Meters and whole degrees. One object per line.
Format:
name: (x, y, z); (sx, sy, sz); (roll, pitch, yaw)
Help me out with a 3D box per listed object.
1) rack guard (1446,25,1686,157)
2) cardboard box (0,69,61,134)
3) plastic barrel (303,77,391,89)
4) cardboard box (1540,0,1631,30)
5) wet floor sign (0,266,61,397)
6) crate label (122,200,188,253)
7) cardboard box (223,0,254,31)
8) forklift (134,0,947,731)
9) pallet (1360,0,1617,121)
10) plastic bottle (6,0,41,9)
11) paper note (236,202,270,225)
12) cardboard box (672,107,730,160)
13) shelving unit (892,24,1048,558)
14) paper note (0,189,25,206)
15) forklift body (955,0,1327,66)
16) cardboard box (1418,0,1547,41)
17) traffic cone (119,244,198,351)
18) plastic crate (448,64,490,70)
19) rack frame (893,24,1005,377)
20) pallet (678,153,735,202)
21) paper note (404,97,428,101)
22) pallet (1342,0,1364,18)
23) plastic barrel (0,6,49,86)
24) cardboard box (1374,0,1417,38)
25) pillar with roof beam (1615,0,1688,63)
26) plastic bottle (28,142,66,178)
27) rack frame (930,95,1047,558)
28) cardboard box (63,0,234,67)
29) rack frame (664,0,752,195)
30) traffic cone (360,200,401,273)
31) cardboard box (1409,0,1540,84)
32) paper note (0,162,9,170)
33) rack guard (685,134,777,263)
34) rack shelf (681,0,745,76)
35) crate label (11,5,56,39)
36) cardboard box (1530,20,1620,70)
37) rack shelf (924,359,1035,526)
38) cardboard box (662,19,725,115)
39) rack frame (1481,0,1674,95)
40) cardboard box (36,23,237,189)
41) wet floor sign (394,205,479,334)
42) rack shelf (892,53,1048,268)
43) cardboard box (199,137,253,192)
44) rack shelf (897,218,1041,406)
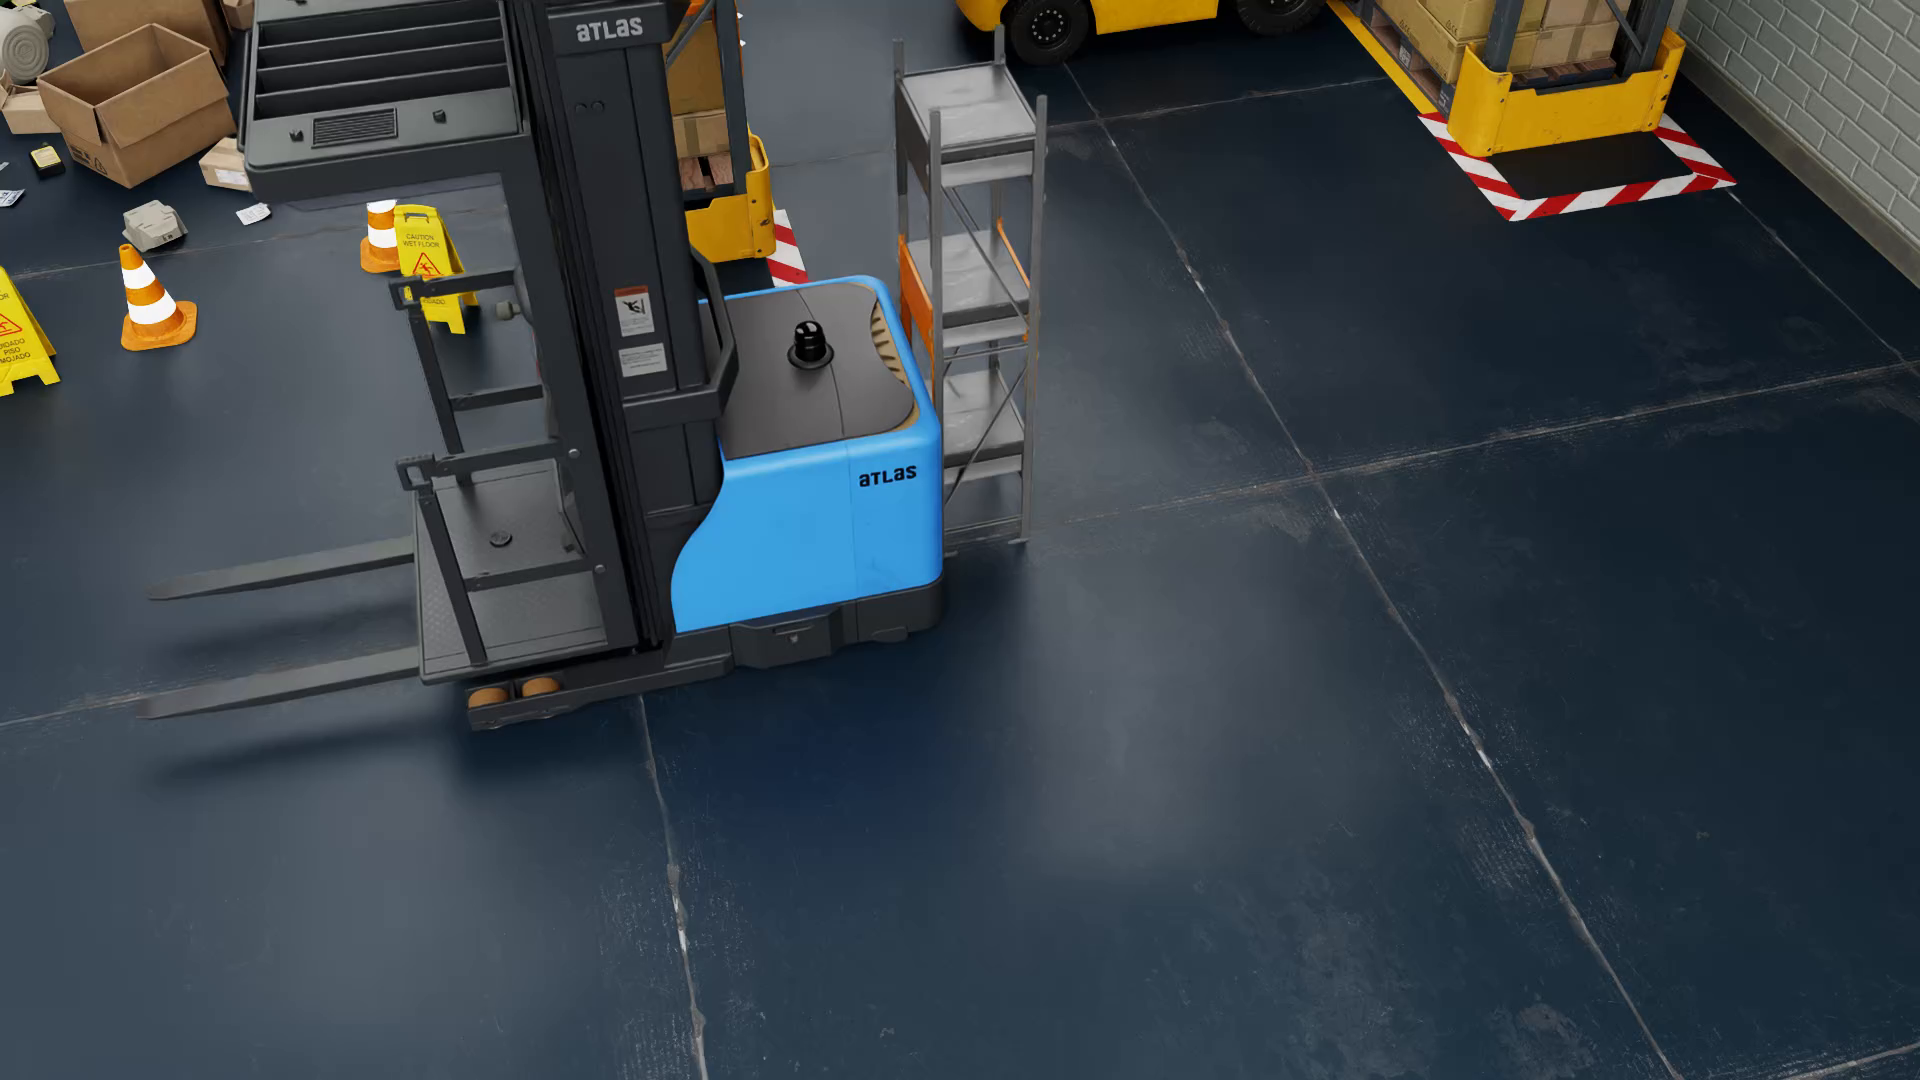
rack guard: (3.296, -2.472, 9.073); (1.175, 0.500, 0.348); (-11, 47, -10)
cardboard box: (-5.070, -2.433, 9.200); (0.396, 0.266, 0.258); (-3, 46, -3)
plastic barrel: (-3.500, -2.701, 9.351); (0.512, 0.421, 0.421); (19, 48, 17)
cardboard box: (3.370, -3.086, 9.206); (0.500, 0.250, 0.500); (-10, 46, -10)
wet floor sign: (-4.345, -0.997, 7.526); (0.267, 0.644, 0.232); (-18, 48, -17)
crate label: (-4.112, -1.606, 8.479); (0.250, 0.136, 0.298); (-35, 55, -30)
cardboard box: (-4.398, -3.303, 10.052); (0.396, 0.266, 0.258); (27, 51, 24)
forklift: (-1.628, -0.730, 5.663); (3.031, 2.935, 1.130); (-11, 47, -10)
pallet: (3.053, -2.908, 9.703); (1.003, 0.211, 1.213); (-11, 47, -10)
plastic bottle: (-5.761, -3.297, 10.189); (0.133, 0.061, 0.283); (-35, 55, -30)
paper note: (-3.674, -1.703, 8.648); (0.148, 0.019, 0.142); (-26, 51, -24)
cardboard box: (-1.447, -2.246, 8.732); (0.500, 0.250, 0.500); (-11, 47, -11)
shelving unit: (0.029, -0.865, 6.378); (0.431, 2.100, 0.503); (-11, 47, -11)
paper note: (-5.016, -1.803, 8.748); (0.144, 0.017, 0.142); (4, 46, 4)
forklift body: (1.041, -4.042, 9.456); (2.313, 2.155, 1.214); (-11, 47, -10)
cardboard box: (2.863, -3.002, 9.124); (0.500, 0.250, 0.500); (-11, 47, -11)
traffic cone: (-3.851, -1.189, 7.842); (0.336, 0.463, 0.334); (-11, 47, -10)
plastic crate: (-2.922, -2.959, 9.845); (0.402, 0.080, 0.583); (-26, 51, -24)
rack frame: (-0.037, -1.033, 6.543); (0.400, 2.100, 0.015); (-11, 47, -11)
pallet: (-1.701, -2.097, 8.908); (1.003, 0.211, 1.213); (-11, 47, -10)
paper note: (-3.094, -2.526, 9.455); (0.142, 0.019, 0.148); (-26, 51, -24)
pallet: (2.745, -3.749, 10.527); (1.003, 0.211, 1.213); (-11, 47, -10)
plastic barrel: (-5.518, -2.836, 9.483); (0.512, 0.421, 0.421); (19, 48, 17)
cardboard box: (2.746, -3.160, 9.628); (0.500, 0.250, 0.500); (-11, 47, -10)
pillar with roof beam: (-0.179, -5.322, 5.916); (9.100, 9.000, 0.400); (-11, 47, -10)
plastic bottle: (-4.937, -2.057, 8.974); (0.133, 0.061, 0.283); (-26, 51, -24)
rack frame: (0.095, -0.697, 6.214); (0.400, 2.100, 0.015); (-11, 47, -11)
cardboard box: (-4.652, -3.021, 9.514); (0.797, 0.637, 0.503); (-11, 47, -10)
rack frame: (-1.508, -2.454, 7.305); (1.000, 3.000, 0.127); (-11, 47, -10)
traffic cone: (-2.865, -1.627, 8.271); (0.336, 0.463, 0.334); (-11, 47, -10)
cardboard box: (2.864, -2.815, 9.290); (0.500, 0.250, 0.500); (-10, 46, -10)
paper note: (-5.172, -2.000, 8.953); (0.032, 0.001, 0.123); (11, 47, 11)
rack guard: (-1.527, -1.631, 8.249); (1.175, 0.500, 0.348); (-11, 47, -10)
rack shelf: (-2.020, -3.583, 8.915); (1.077, 0.370, 4.000); (-11, 47, -10)
crate label: (-5.571, -3.070, 9.913); (0.250, 0.136, 0.298); (27, 51, 24)
cardboard box: (3.353, -2.923, 9.396); (0.500, 0.250, 0.500); (-11, 47, -10)
rack shelf: (0.029, -0.365, 6.888); (0.431, 0.518, 0.480); (-11, 47, -11)
cardboard box: (-1.453, -2.524, 8.481); (0.500, 0.500, 0.500); (-12, 47, -12)
rack frame: (3.290, -3.364, 8.197); (1.000, 3.000, 0.127); (-11, 47, -10)
cardboard box: (-4.405, -2.330, 8.931); (0.637, 0.503, 0.797); (27, 51, 24)
wet floor sign: (-2.493, -1.303, 7.826); (0.267, 0.644, 0.232); (4, 46, 4)
rack shelf: (0.029, -1.345, 5.888); (0.431, 0.518, 0.480); (-11, 47, -11)
cardboard box: (-3.796, -1.991, 8.848); (0.380, 0.149, 0.250); (11, 47, 11)
rack shelf: (0.029, -0.855, 6.388); (0.431, 0.518, 0.480); (-11, 47, -11)
